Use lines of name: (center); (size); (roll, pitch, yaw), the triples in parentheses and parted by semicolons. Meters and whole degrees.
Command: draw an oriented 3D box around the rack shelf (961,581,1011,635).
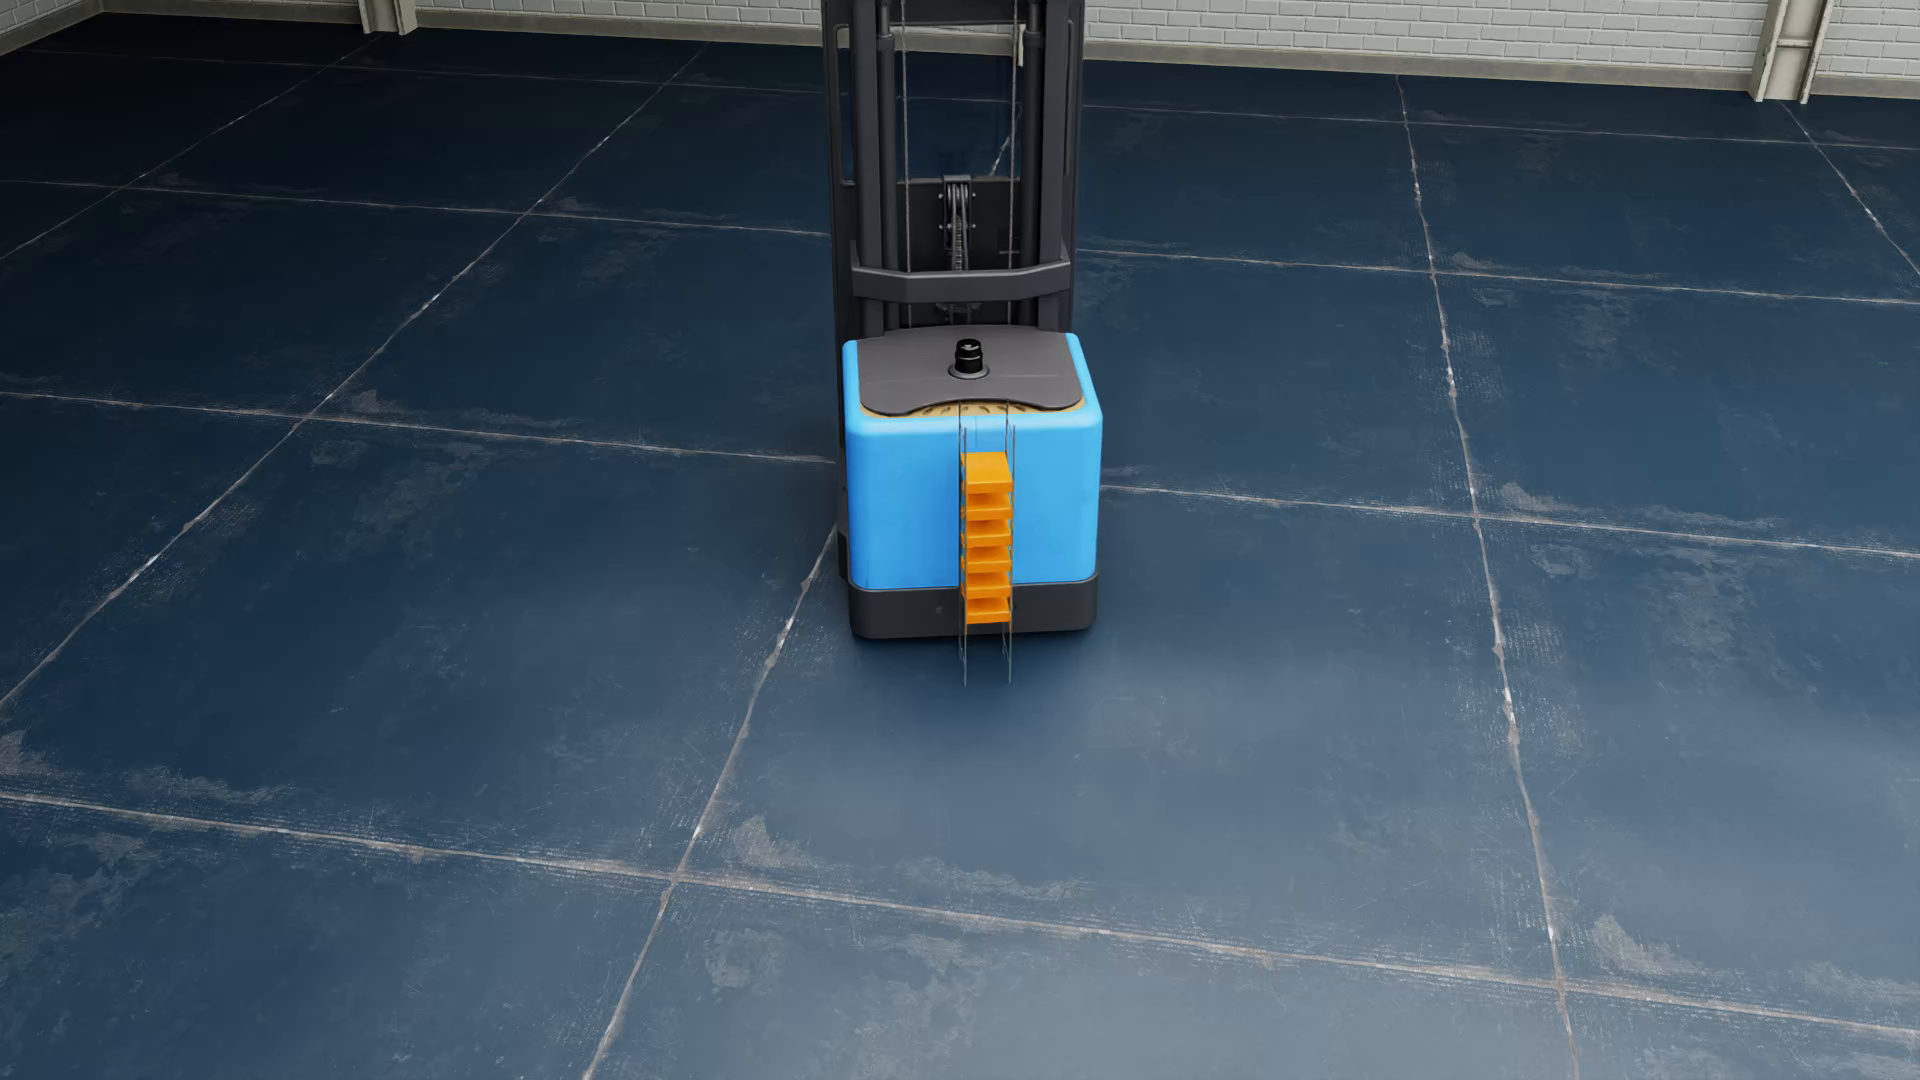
rack shelf: (0.101, 0.267, 6.729); (0.180, 0.103, 0.258); (-3, 32, -5)

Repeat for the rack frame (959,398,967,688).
rack frame: (0.010, 0.030, 6.570); (0.006, 1.200, 0.240); (-3, 32, -5)

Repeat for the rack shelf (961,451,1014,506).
rack shelf: (0.101, -0.242, 6.411); (0.180, 0.103, 0.258); (-3, 32, -5)

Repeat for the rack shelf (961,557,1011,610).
rack shelf: (0.101, 0.165, 6.665); (0.180, 0.103, 0.258); (-3, 32, -5)

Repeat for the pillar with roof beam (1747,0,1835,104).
pillar with roof beam: (5.904, -5.161, 7.514); (0.400, 9.000, 9.100); (5, 32, 8)

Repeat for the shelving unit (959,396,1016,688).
shelving unit: (0.101, 0.026, 6.578); (0.189, 1.200, 0.258); (-3, 32, -5)

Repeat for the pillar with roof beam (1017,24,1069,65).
pillar with roof beam: (-0.010, -5.697, 8.370); (0.400, 9.000, 9.100); (5, 32, 8)

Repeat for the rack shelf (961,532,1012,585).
rack shelf: (0.101, 0.063, 6.602); (0.180, 0.103, 0.258); (-3, 32, -5)

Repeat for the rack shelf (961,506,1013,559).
rack shelf: (0.101, -0.038, 6.538); (0.180, 0.103, 0.258); (-3, 32, -5)

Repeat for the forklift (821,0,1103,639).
forklift: (-0.049, -1.585, 7.519); (1.130, 2.935, 3.031); (-2, 32, -4)

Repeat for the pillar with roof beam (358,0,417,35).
pillar with roof beam: (-5.925, -6.232, 9.226); (0.400, 9.000, 9.100); (5, 32, 8)

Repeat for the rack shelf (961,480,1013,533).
rack shelf: (0.101, -0.140, 6.474); (0.180, 0.103, 0.258); (-3, 32, -5)

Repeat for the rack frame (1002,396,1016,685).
rack frame: (0.192, 0.021, 6.586); (0.006, 1.200, 0.240); (-3, 32, -5)
